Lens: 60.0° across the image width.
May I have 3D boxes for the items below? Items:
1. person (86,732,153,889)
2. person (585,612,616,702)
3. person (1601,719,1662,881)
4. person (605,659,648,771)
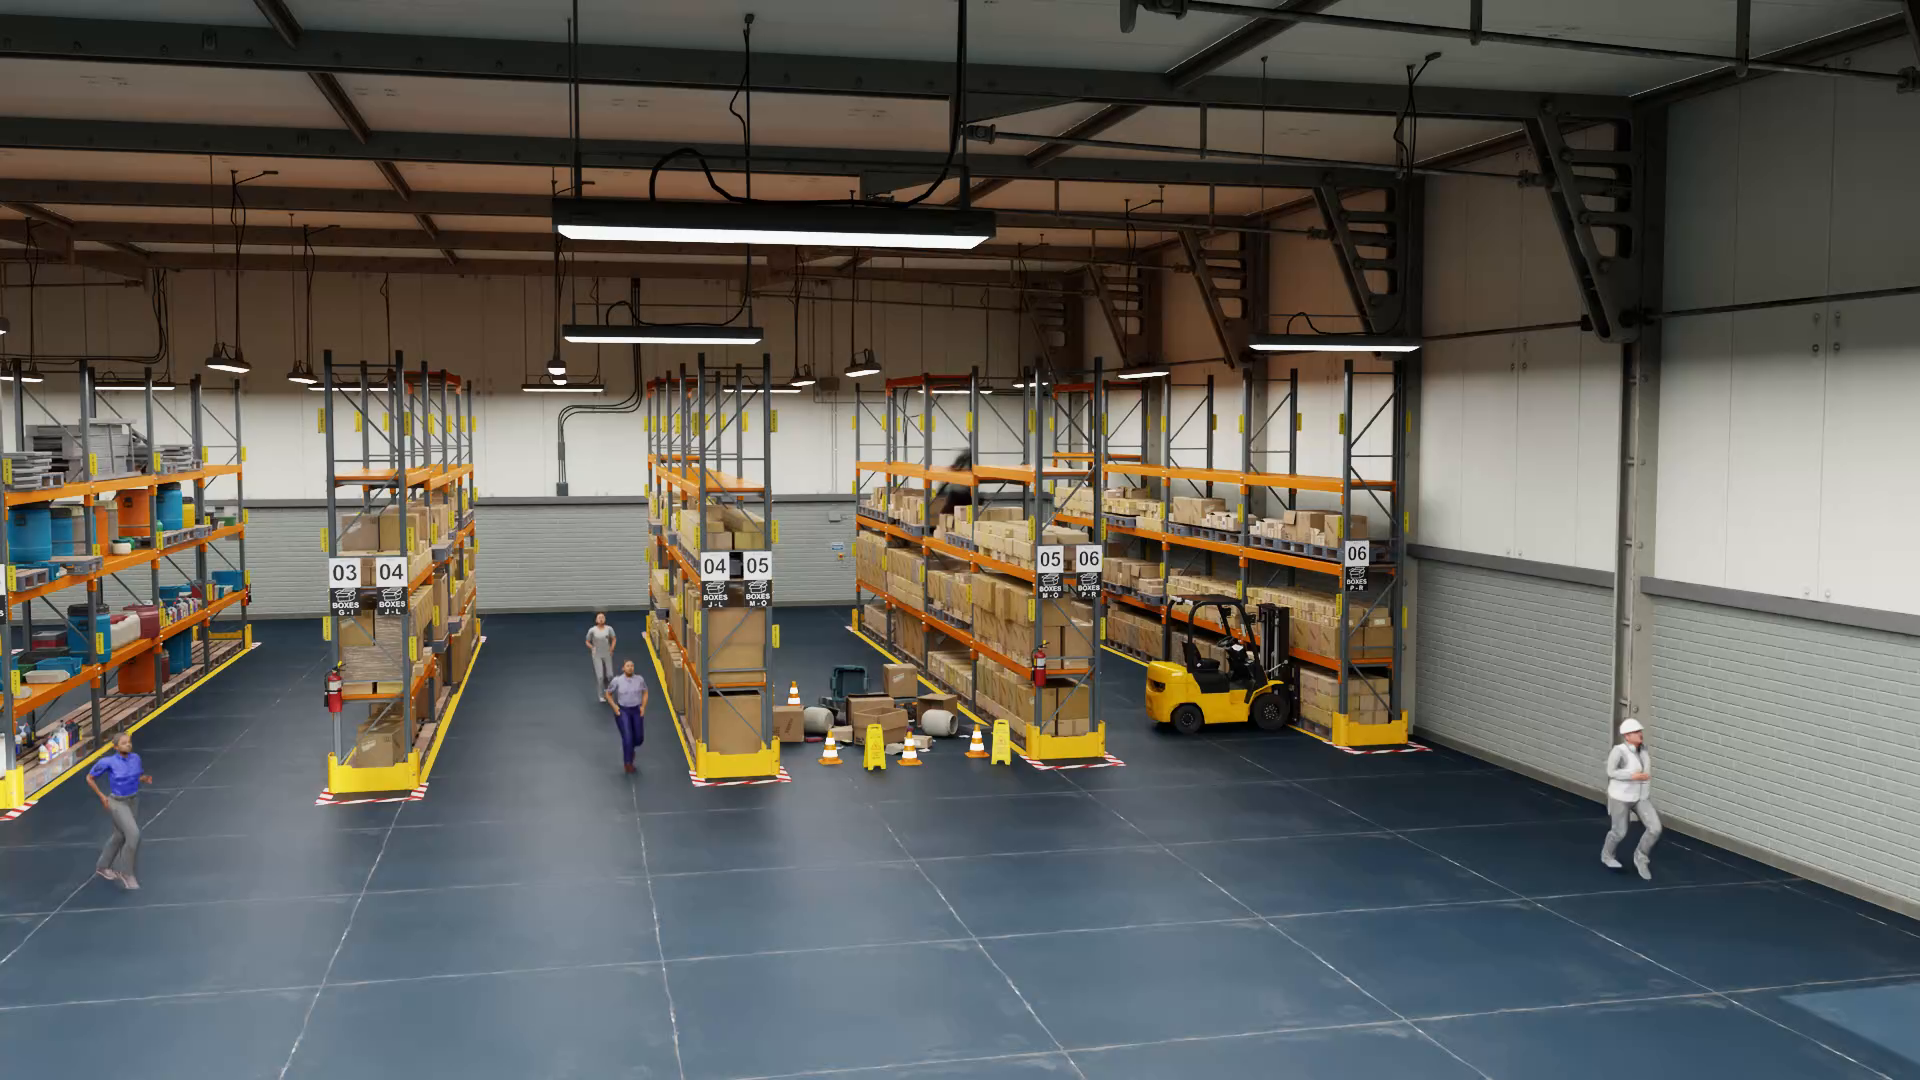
[{"bbox_3d":[-9.098,2.940,18.079,0.750,1.724,0.546,1,4,17],"label":"person"},{"bbox_3d":[-6.465,2.102,29.996,0.561,1.620,0.574,-1,4,-20],"label":"person"},{"bbox_3d":[7.374,2.854,18.364,0.640,1.795,0.777,-1,4,-18],"label":"person"},{"bbox_3d":[-4.837,2.523,24.174,0.625,1.603,0.593,-2,4,-26],"label":"person"}]
